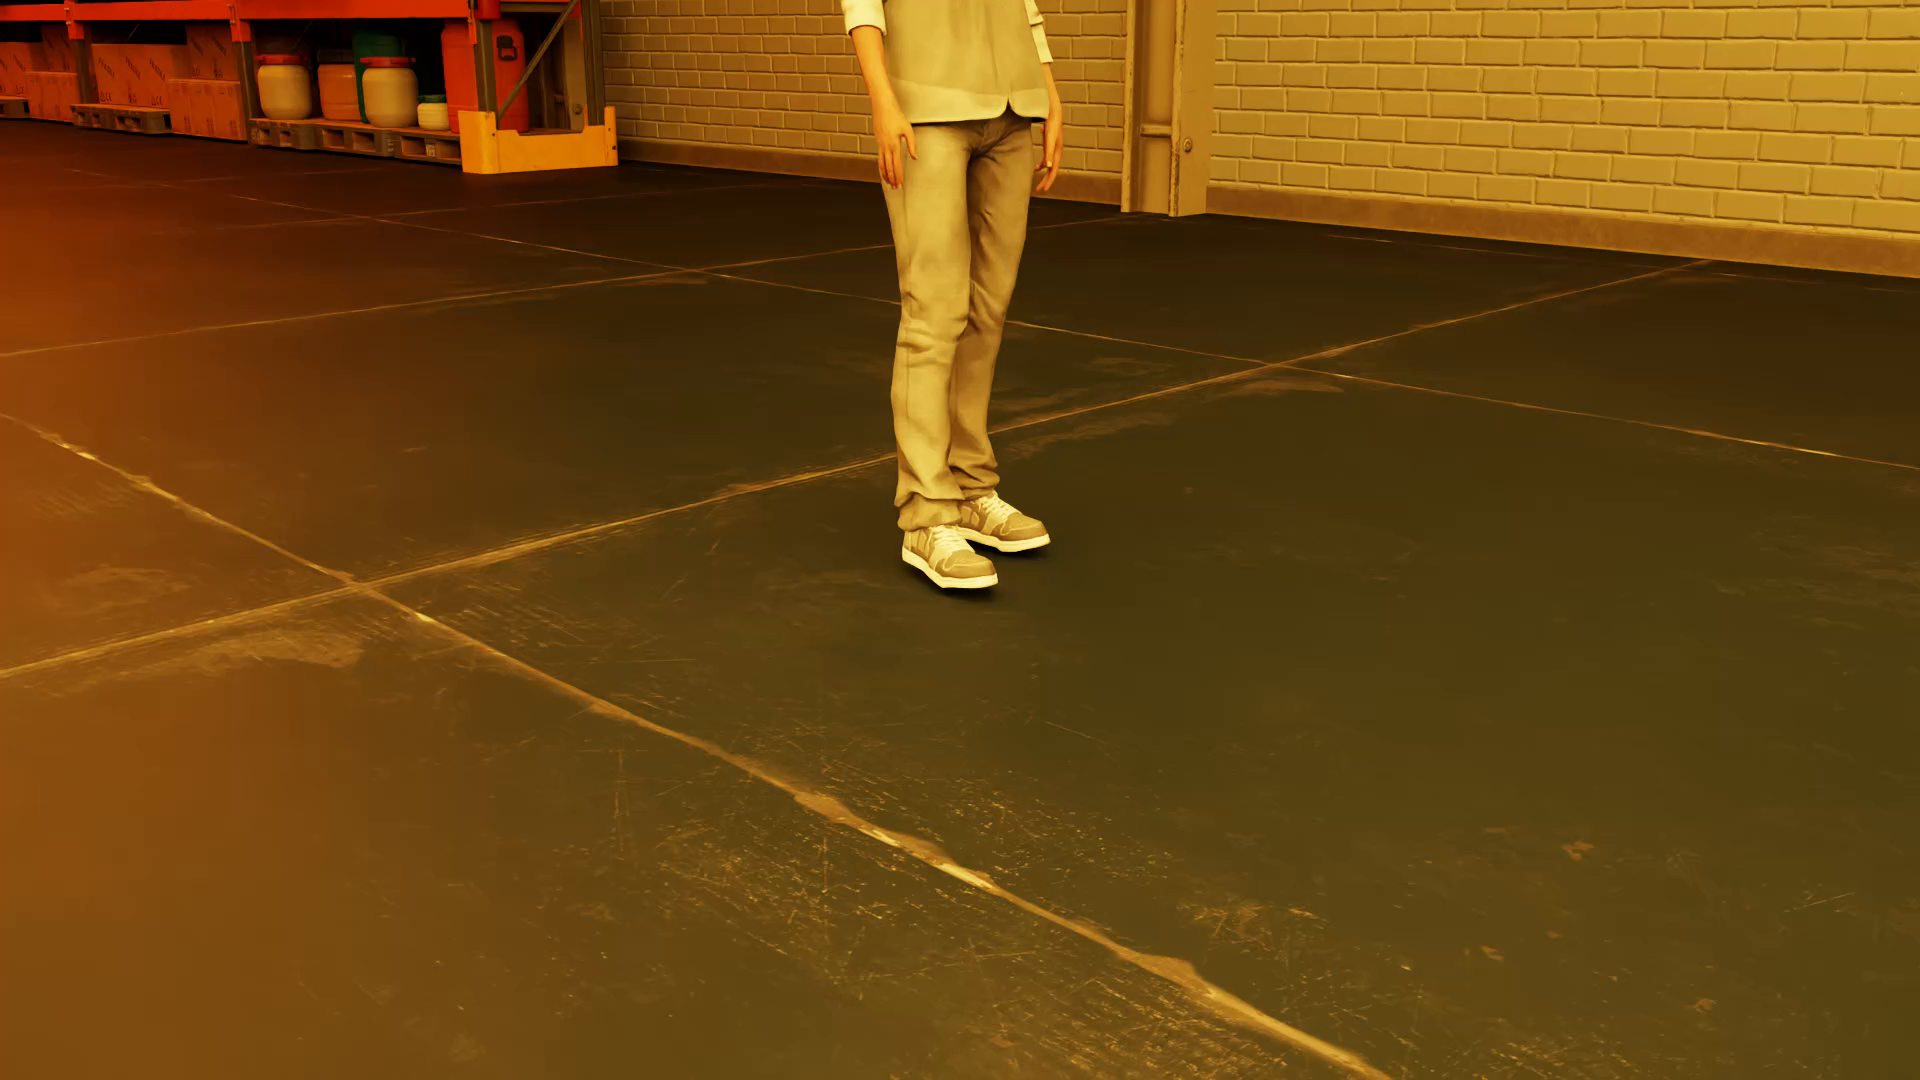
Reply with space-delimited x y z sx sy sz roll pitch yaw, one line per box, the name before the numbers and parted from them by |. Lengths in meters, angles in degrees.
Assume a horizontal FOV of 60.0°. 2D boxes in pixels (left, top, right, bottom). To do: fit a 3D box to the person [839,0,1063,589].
person | 0.044 -0.752 3.098 0.473 1.599 0.521 16 23 42
